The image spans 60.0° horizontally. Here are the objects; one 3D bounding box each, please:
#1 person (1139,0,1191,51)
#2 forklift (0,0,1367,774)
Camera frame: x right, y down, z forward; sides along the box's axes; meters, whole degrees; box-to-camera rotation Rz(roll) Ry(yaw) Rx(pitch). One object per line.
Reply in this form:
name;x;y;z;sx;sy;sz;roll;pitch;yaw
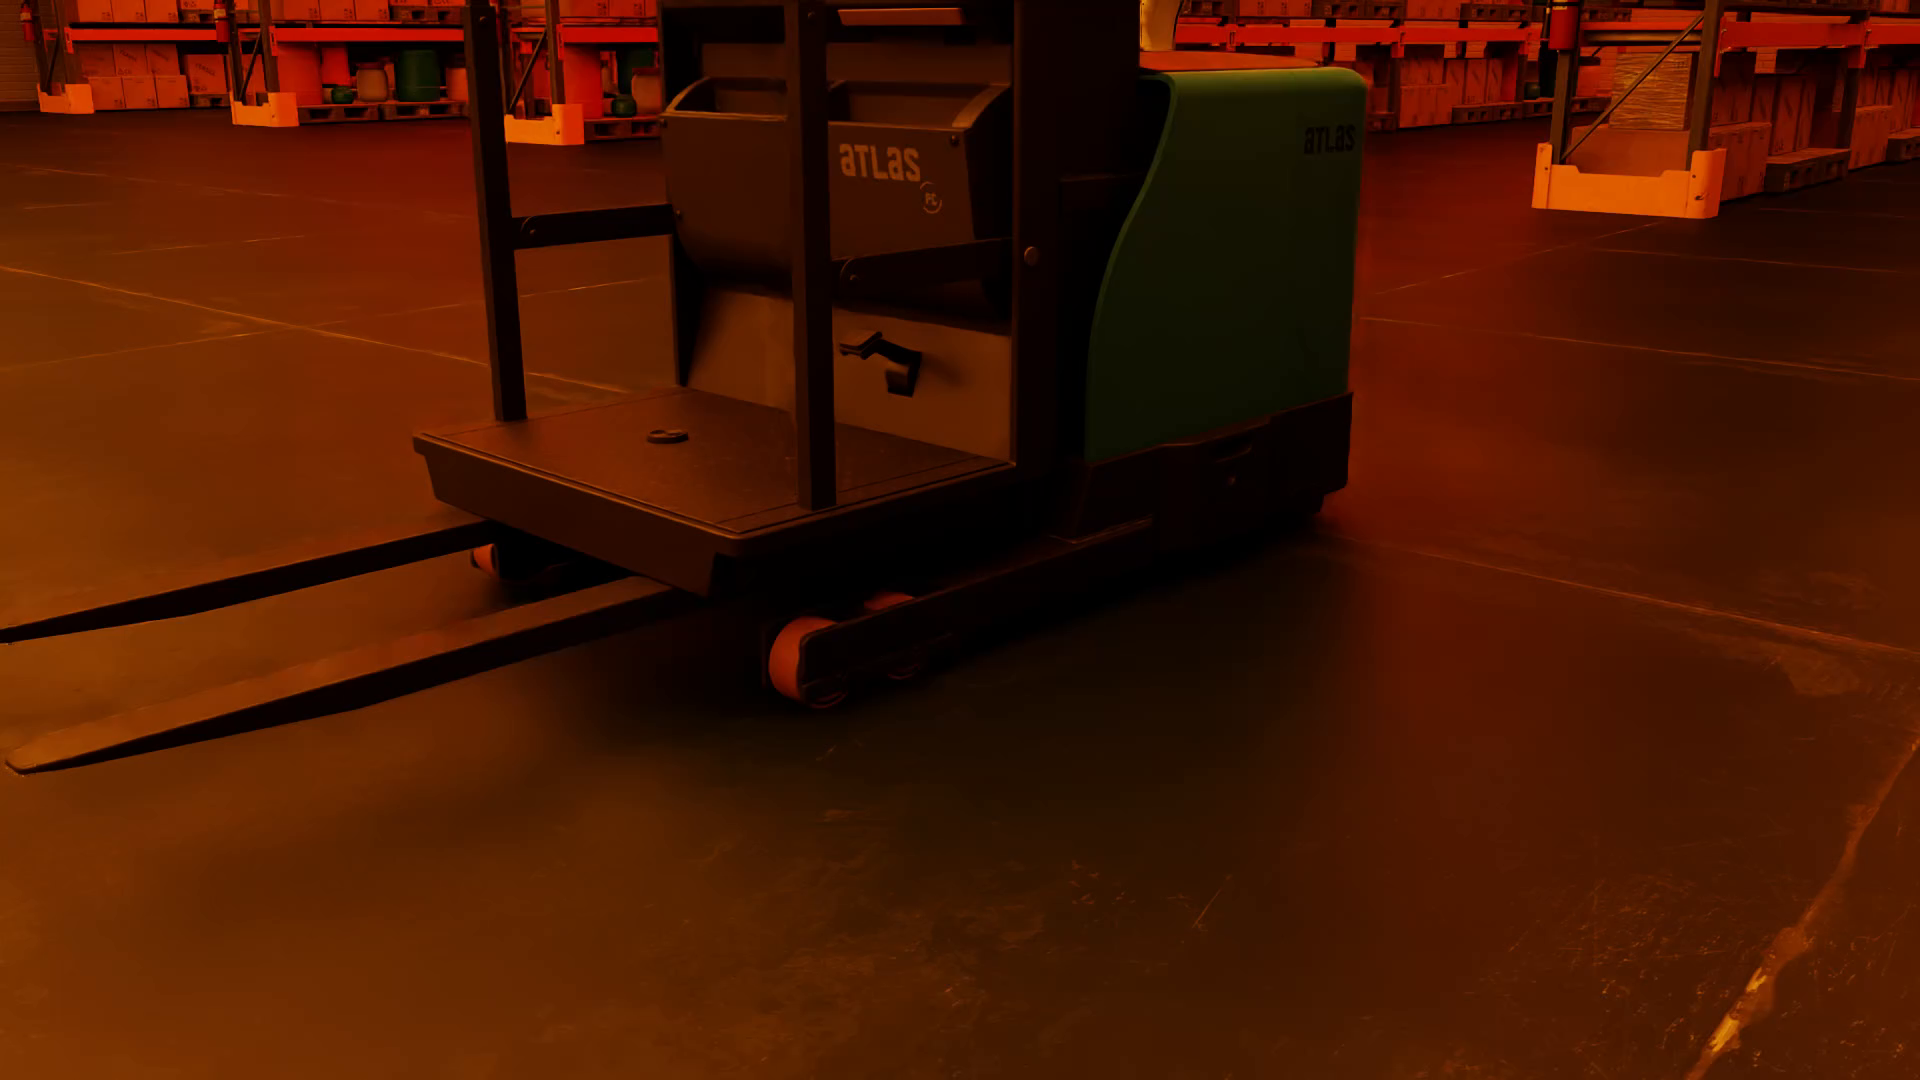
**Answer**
person;0.695;-1.539;5.959;0.430;1.772;0.644;4;17;12
forklift;-0.419;-1.270;3.079;1.130;2.935;3.031;16;23;42
